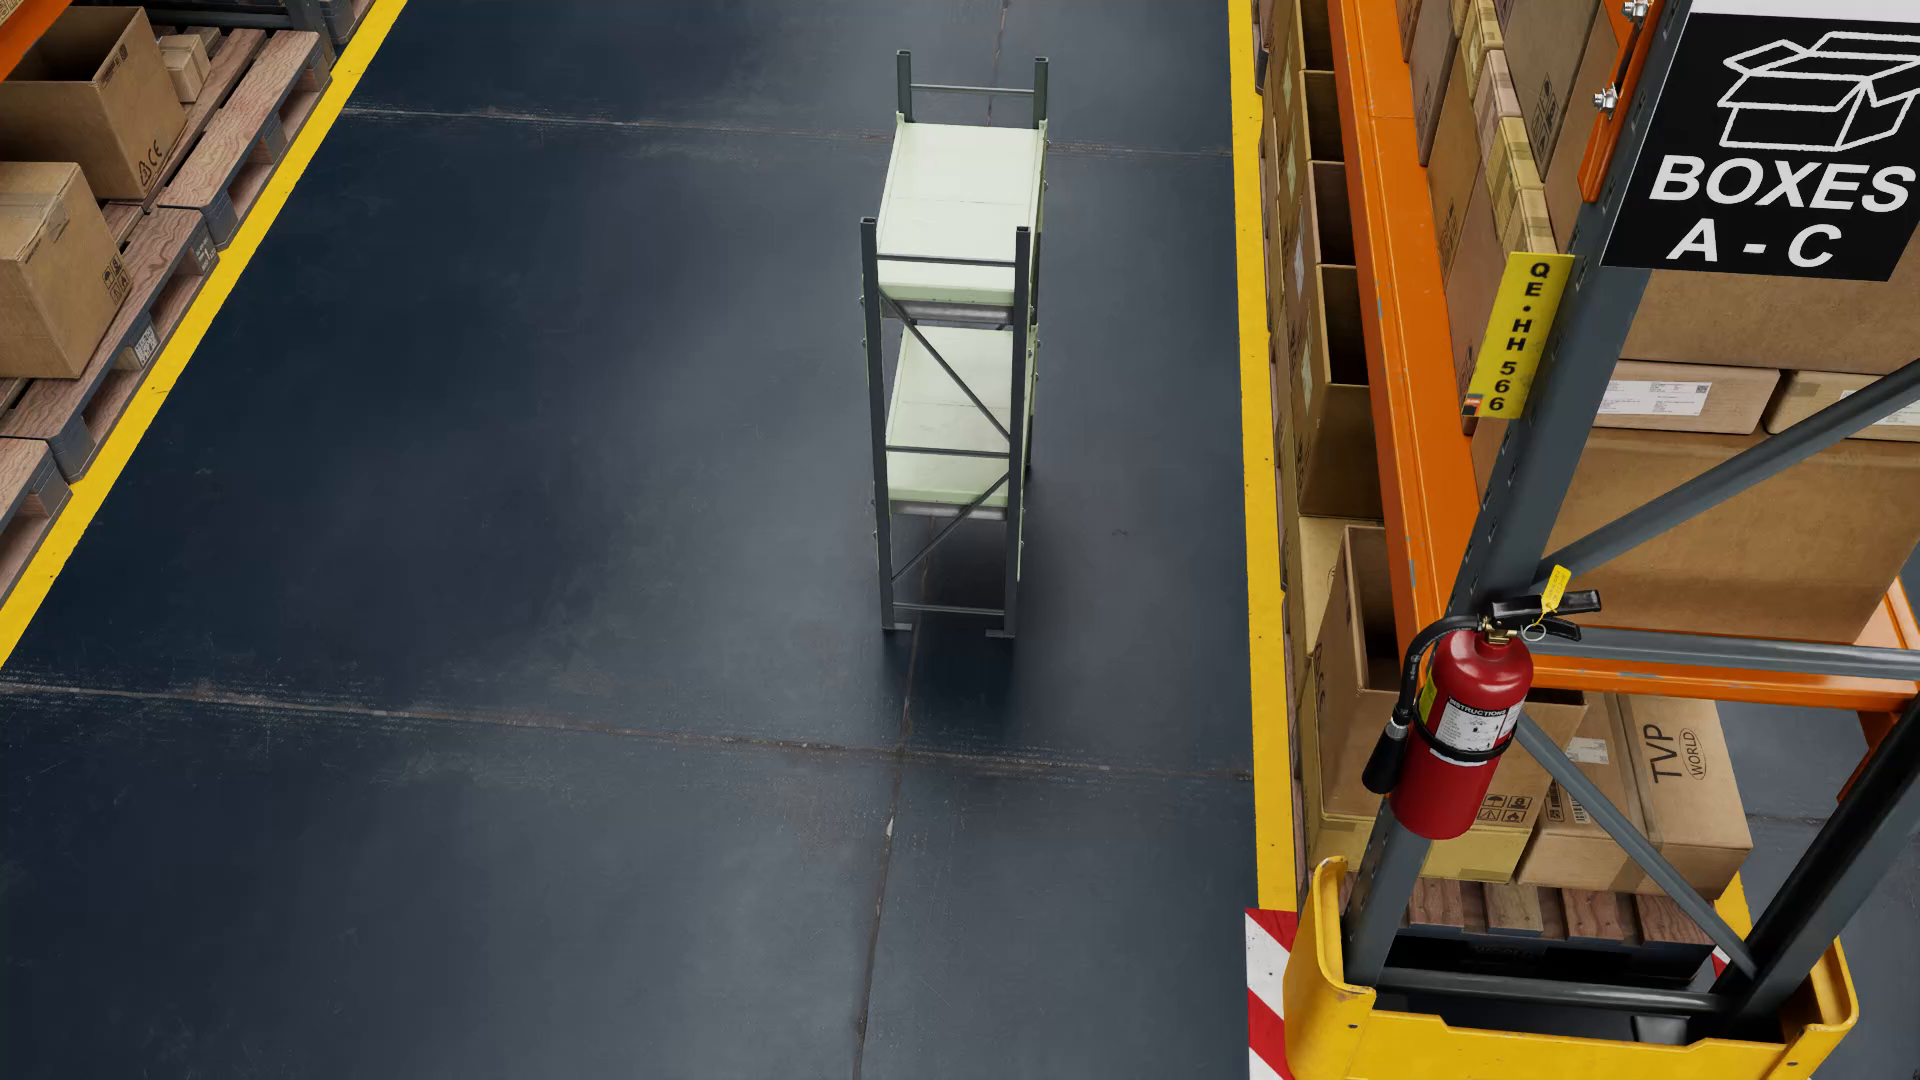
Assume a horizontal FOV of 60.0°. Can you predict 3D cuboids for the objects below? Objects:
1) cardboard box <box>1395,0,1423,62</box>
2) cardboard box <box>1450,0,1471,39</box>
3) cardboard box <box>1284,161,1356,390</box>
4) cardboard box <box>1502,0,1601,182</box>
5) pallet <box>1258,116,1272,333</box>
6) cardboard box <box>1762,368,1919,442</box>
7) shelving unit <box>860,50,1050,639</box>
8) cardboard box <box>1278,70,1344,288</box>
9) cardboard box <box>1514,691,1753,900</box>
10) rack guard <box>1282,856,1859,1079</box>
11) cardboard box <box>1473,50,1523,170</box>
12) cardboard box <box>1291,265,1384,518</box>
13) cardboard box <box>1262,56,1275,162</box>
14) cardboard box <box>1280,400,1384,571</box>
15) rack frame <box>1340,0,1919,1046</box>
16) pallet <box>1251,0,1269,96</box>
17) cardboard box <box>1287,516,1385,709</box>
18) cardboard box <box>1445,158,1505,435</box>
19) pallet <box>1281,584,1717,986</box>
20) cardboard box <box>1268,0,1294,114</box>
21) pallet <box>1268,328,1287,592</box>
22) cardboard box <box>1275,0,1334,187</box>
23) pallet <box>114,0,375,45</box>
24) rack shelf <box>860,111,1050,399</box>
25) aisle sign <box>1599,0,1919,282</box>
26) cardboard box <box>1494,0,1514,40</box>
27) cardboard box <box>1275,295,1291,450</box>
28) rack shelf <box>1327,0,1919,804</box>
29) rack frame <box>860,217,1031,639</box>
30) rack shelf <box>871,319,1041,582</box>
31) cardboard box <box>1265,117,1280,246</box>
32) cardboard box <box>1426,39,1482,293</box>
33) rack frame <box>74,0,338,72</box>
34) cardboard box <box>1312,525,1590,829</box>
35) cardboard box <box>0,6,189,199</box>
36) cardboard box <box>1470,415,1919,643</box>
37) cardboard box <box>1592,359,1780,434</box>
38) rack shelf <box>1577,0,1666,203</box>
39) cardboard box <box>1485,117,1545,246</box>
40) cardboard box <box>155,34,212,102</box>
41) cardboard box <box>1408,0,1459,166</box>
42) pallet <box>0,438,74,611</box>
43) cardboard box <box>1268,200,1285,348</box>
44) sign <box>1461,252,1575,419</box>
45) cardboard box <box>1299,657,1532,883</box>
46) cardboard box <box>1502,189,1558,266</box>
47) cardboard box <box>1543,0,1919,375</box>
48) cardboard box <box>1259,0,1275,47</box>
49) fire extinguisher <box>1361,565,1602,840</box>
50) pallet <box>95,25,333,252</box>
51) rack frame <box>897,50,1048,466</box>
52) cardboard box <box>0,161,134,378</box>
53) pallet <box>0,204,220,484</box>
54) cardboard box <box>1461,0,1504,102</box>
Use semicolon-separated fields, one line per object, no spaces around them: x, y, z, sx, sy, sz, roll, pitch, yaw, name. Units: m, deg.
1.635;-1.681;4.687;0.700;0.500;0.500;5;48;4;cardboard box
1.357;-1.289;3.889;0.380;0.149;0.250;5;48;5;cardboard box
1.271;-0.775;4.997;0.500;0.500;0.500;4;48;4;cardboard box
1.498;-1.030;3.213;0.700;0.500;0.500;3;48;3;cardboard box
1.646;-1.208;6.211;1.003;0.211;1.213;4;48;4;pallet
1.646;-0.317;3.000;0.380;0.149;0.250;4;48;3;cardboard box
-0.001;-0.501;4.692;0.431;1.500;0.755;4;48;4;shelving unit
1.315;-1.142;5.333;0.500;0.500;0.500;4;48;4;cardboard box
1.666;0.616;4.232;0.500;0.250;0.500;4;48;4;cardboard box
1.393;1.070;3.932;1.175;0.500;0.348;4;48;4;rack guard
1.311;-0.902;3.535;0.380;0.149;0.250;4;48;4;cardboard box
1.224;-0.408;4.661;0.500;0.500;0.500;4;48;4;cardboard box
1.416;-1.624;6.281;0.500;0.250;0.500;4;48;4;cardboard box
1.227;-0.154;4.937;0.500;0.250;0.500;4;48;4;cardboard box
1.395;0.209;3.026;1.000;3.000;0.127;4;48;4;rack frame
1.788;-2.333;7.241;1.003;0.211;1.213;4;48;4;pallet
1.184;0.213;4.601;0.500;0.250;0.500;4;48;4;cardboard box
1.494;-0.553;3.655;0.700;0.500;0.500;5;48;5;cardboard box
1.423;0.585;4.571;1.003;0.211;1.213;4;48;4;pallet
1.406;-1.877;6.005;0.500;0.500;0.500;4;48;4;cardboard box
1.537;-0.309;5.389;1.003;0.211;1.213;4;48;4;pallet
1.368;-1.509;5.668;0.500;0.500;0.500;4;48;4;cardboard box
-3.104;-2.692;7.569;1.003;0.211;1.213;4;48;4;pallet
-0.001;-0.765;4.404;0.431;0.370;0.720;4;48;4;rack shelf
1.097;-0.640;2.041;0.394;0.787;0.004;4;48;4;aisle sign
1.543;-1.401;3.552;0.700;0.500;0.500;4;48;4;cardboard box
1.275;-0.522;5.273;0.500;0.250;0.500;4;48;4;cardboard box
1.578;-1.018;4.636;1.077;0.370;4.000;4;48;4;rack shelf
-0.034;-0.232;4.446;0.400;1.500;0.023;4;48;4;rack frame
-0.001;-0.281;4.933;0.431;0.370;0.720;4;48;4;rack shelf
1.365;-1.256;5.945;0.500;0.250;0.500;4;48;4;cardboard box
1.545;-0.918;3.989;0.700;0.500;0.500;4;48;4;cardboard box
-3.173;-3.061;6.017;1.000;3.000;0.127;4;48;4;rack frame
1.148;0.328;3.988;0.500;0.500;0.500;4;48;4;cardboard box
-3.228;-1.600;6.077;0.500;0.500;0.500;1;48;1;cardboard box
1.451;-0.167;3.302;0.700;0.500;0.500;4;48;4;cardboard box
1.240;-0.337;3.018;0.380;0.149;0.250;3;48;3;cardboard box
1.578;-2.030;3.529;1.077;0.370;4.000;4;48;4;rack shelf
1.286;-0.717;3.366;0.380;0.149;0.250;3;48;3;cardboard box
-3.192;-1.858;6.538;0.380;0.166;0.250;-2;48;-2;cardboard box
1.589;-1.305;4.343;0.700;0.500;0.500;5;48;5;cardboard box
-3.422;0.169;4.952;1.003;0.211;1.213;4;48;4;pallet
1.314;-0.889;5.609;0.500;0.250;0.500;4;48;4;cardboard box
0.856;-0.308;2.554;0.100;0.325;0.005;4;48;4;sign
1.150;0.581;4.264;0.500;0.250;0.500;4;48;4;cardboard box
1.263;-0.530;3.194;0.380;0.149;0.250;5;48;5;cardboard box
1.455;-0.644;2.859;0.700;0.500;0.500;4;48;4;cardboard box
1.509;-2.268;6.871;0.500;0.250;0.500;3;48;3;cardboard box
0.922;0.291;3.004;0.296;0.674;0.183;4;48;4;fire extinguisher
-3.199;-1.624;6.592;1.003;0.211;1.213;4;48;4;pallet
0.033;-0.770;4.938;0.400;1.500;0.023;4;48;4;rack frame
-3.217;-0.883;5.421;0.700;0.500;0.500;1;48;1;cardboard box
-3.308;-0.725;5.770;1.003;0.211;1.213;4;48;4;pallet
1.335;-1.095;3.712;0.380;0.149;0.250;5;48;5;cardboard box
